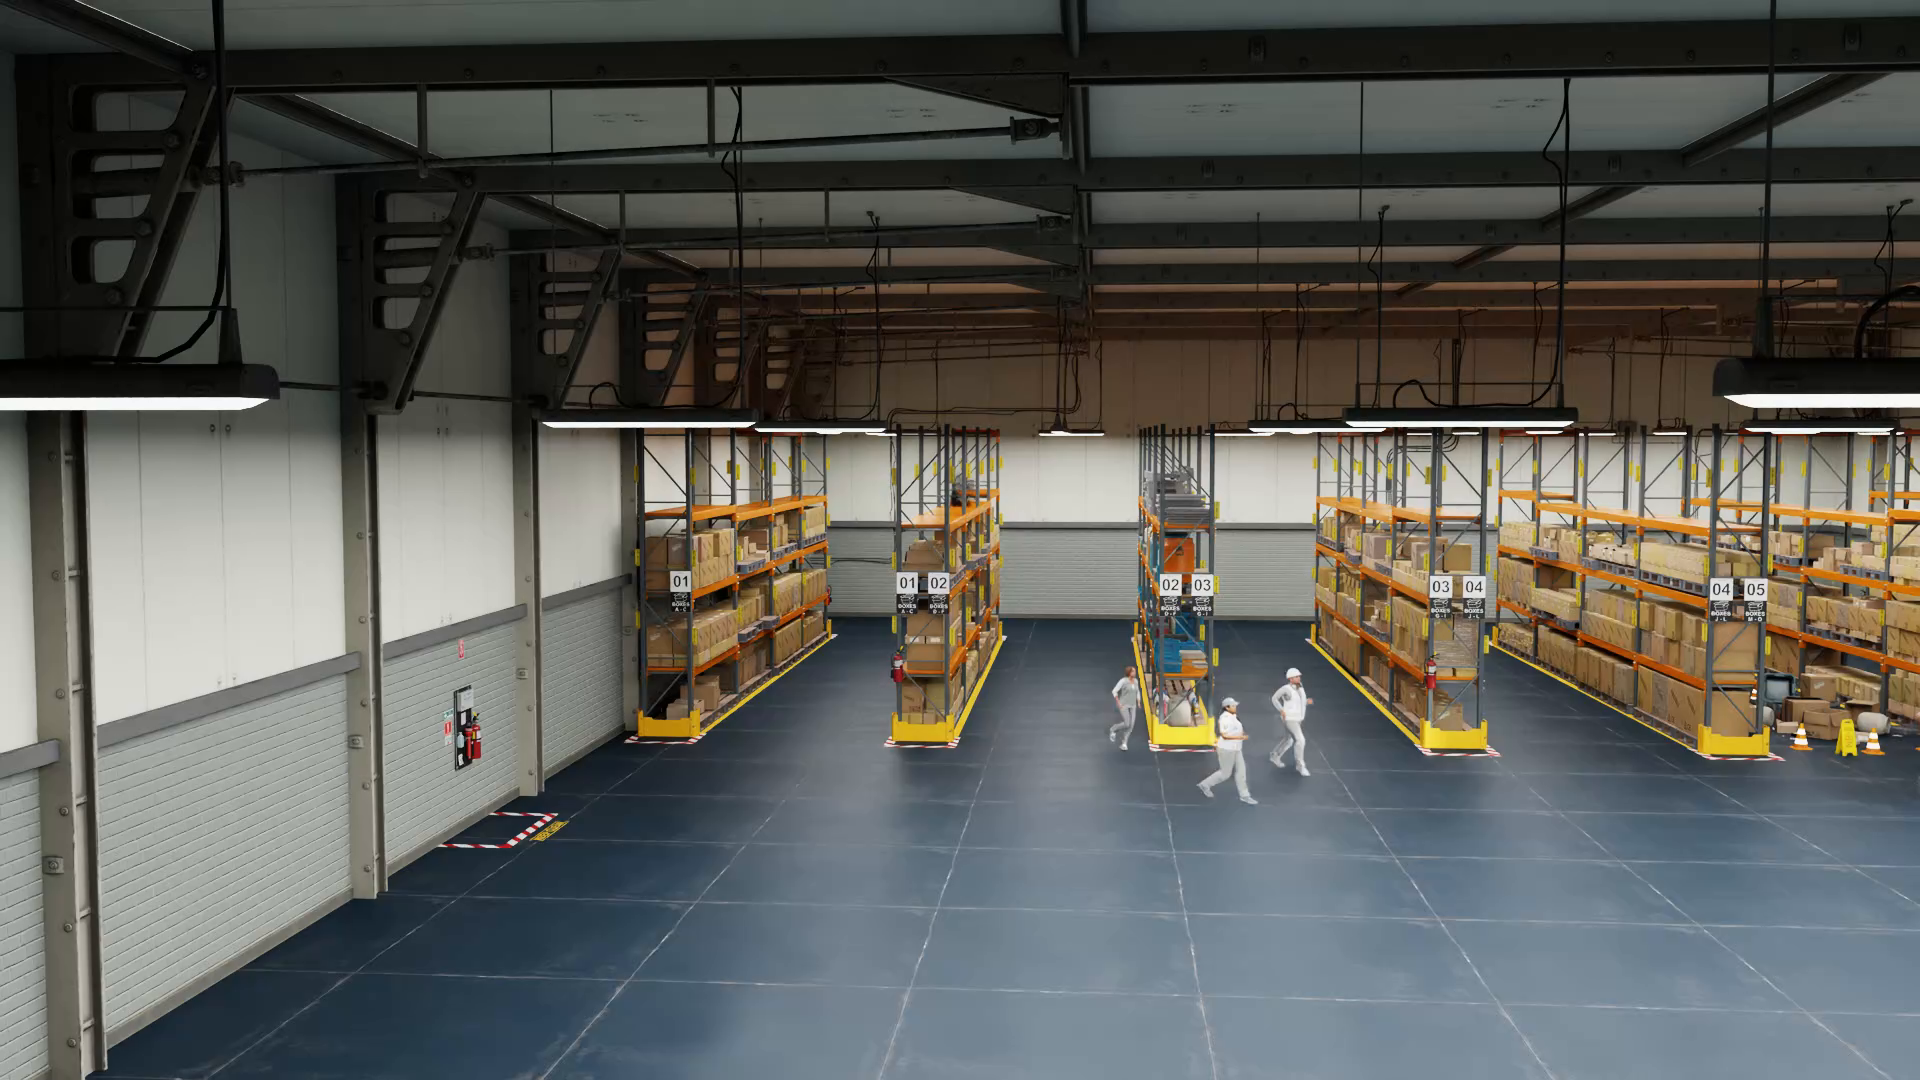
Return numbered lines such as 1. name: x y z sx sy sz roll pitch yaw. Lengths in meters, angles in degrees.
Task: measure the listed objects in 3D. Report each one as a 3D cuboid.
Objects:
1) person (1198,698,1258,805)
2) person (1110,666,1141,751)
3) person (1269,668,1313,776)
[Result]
1. person: 4.205 3.293 26.020 0.924 1.666 0.606 2 4 24
2. person: 3.109 3.088 30.739 0.577 1.525 0.545 -2 4 -29
3. person: 5.705 3.102 28.578 0.820 1.829 0.633 3 4 39
